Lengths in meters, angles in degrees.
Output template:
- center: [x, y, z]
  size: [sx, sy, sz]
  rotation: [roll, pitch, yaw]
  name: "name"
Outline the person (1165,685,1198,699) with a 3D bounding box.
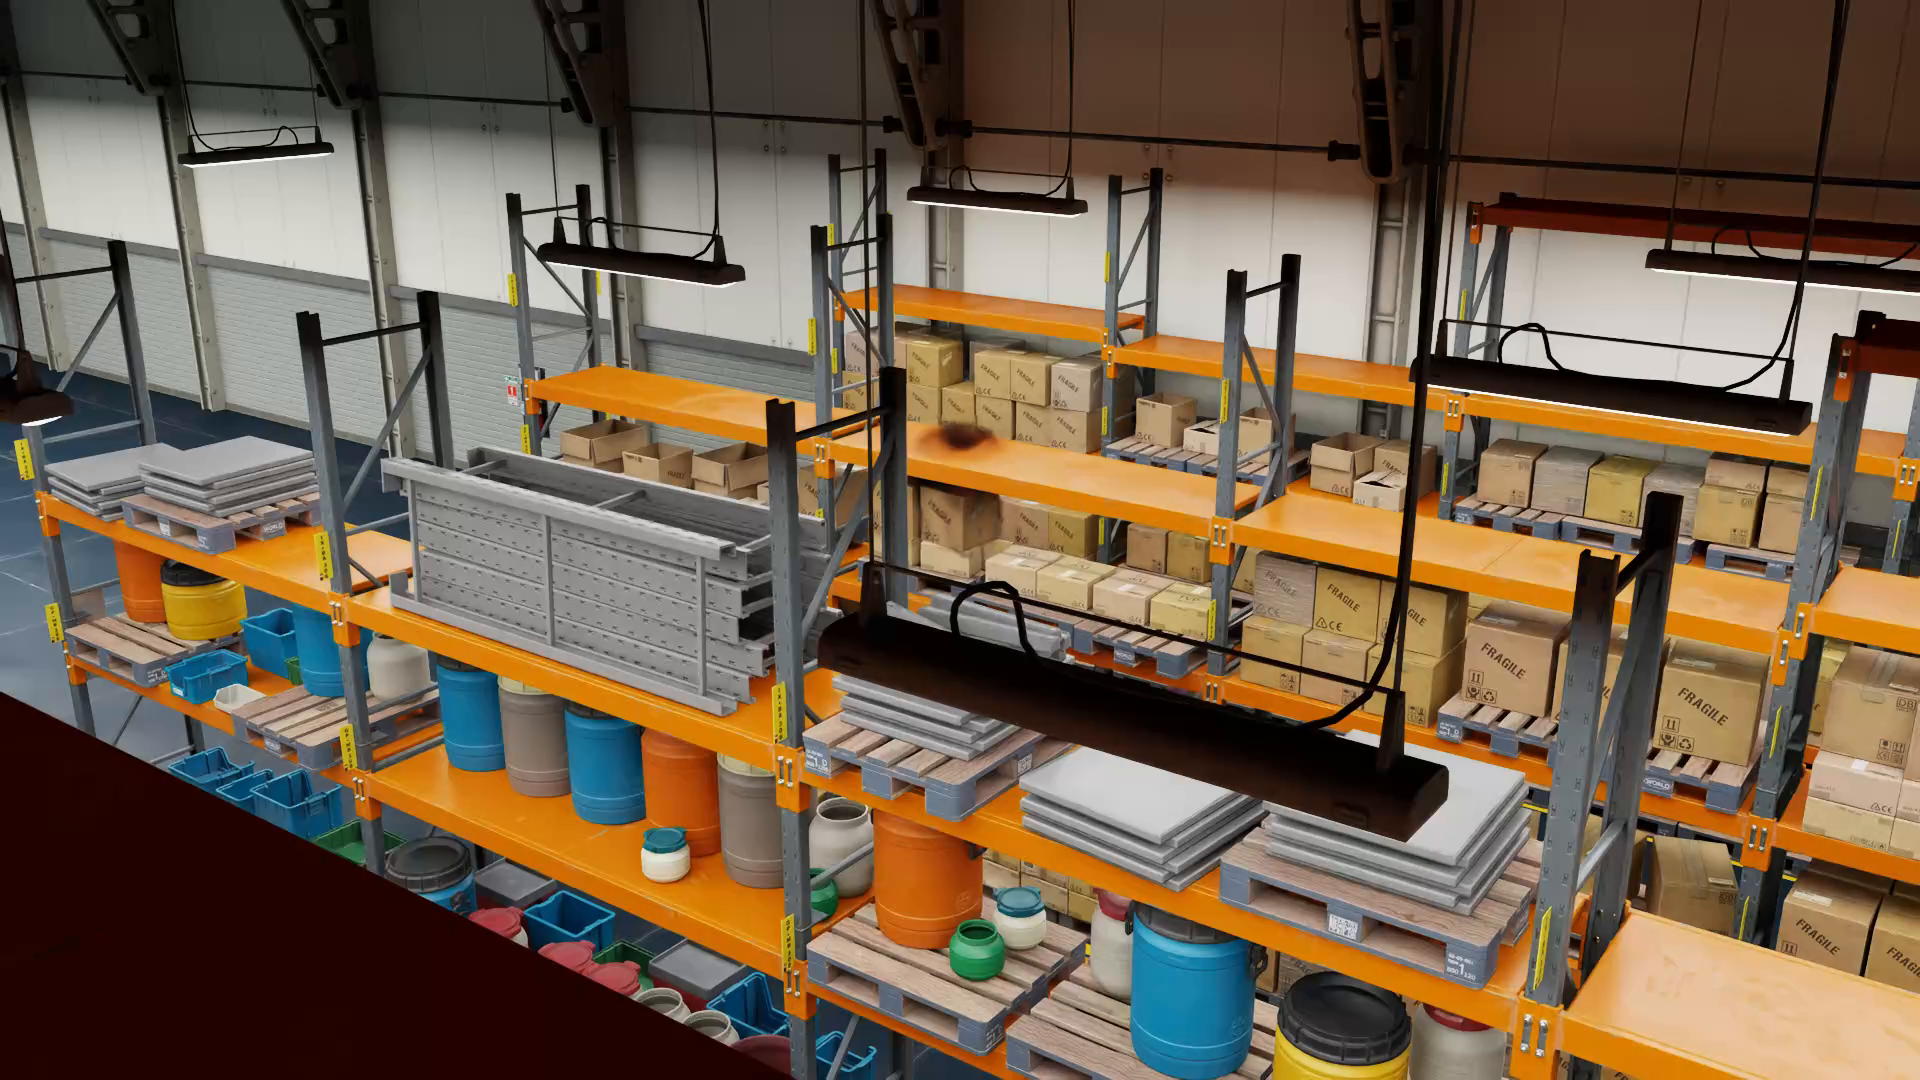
- center: [2.409, 1.711, 17.549]
  size: [0.847, 1.526, 0.389]
  rotation: [9, 20, 25]
  name: "person"
